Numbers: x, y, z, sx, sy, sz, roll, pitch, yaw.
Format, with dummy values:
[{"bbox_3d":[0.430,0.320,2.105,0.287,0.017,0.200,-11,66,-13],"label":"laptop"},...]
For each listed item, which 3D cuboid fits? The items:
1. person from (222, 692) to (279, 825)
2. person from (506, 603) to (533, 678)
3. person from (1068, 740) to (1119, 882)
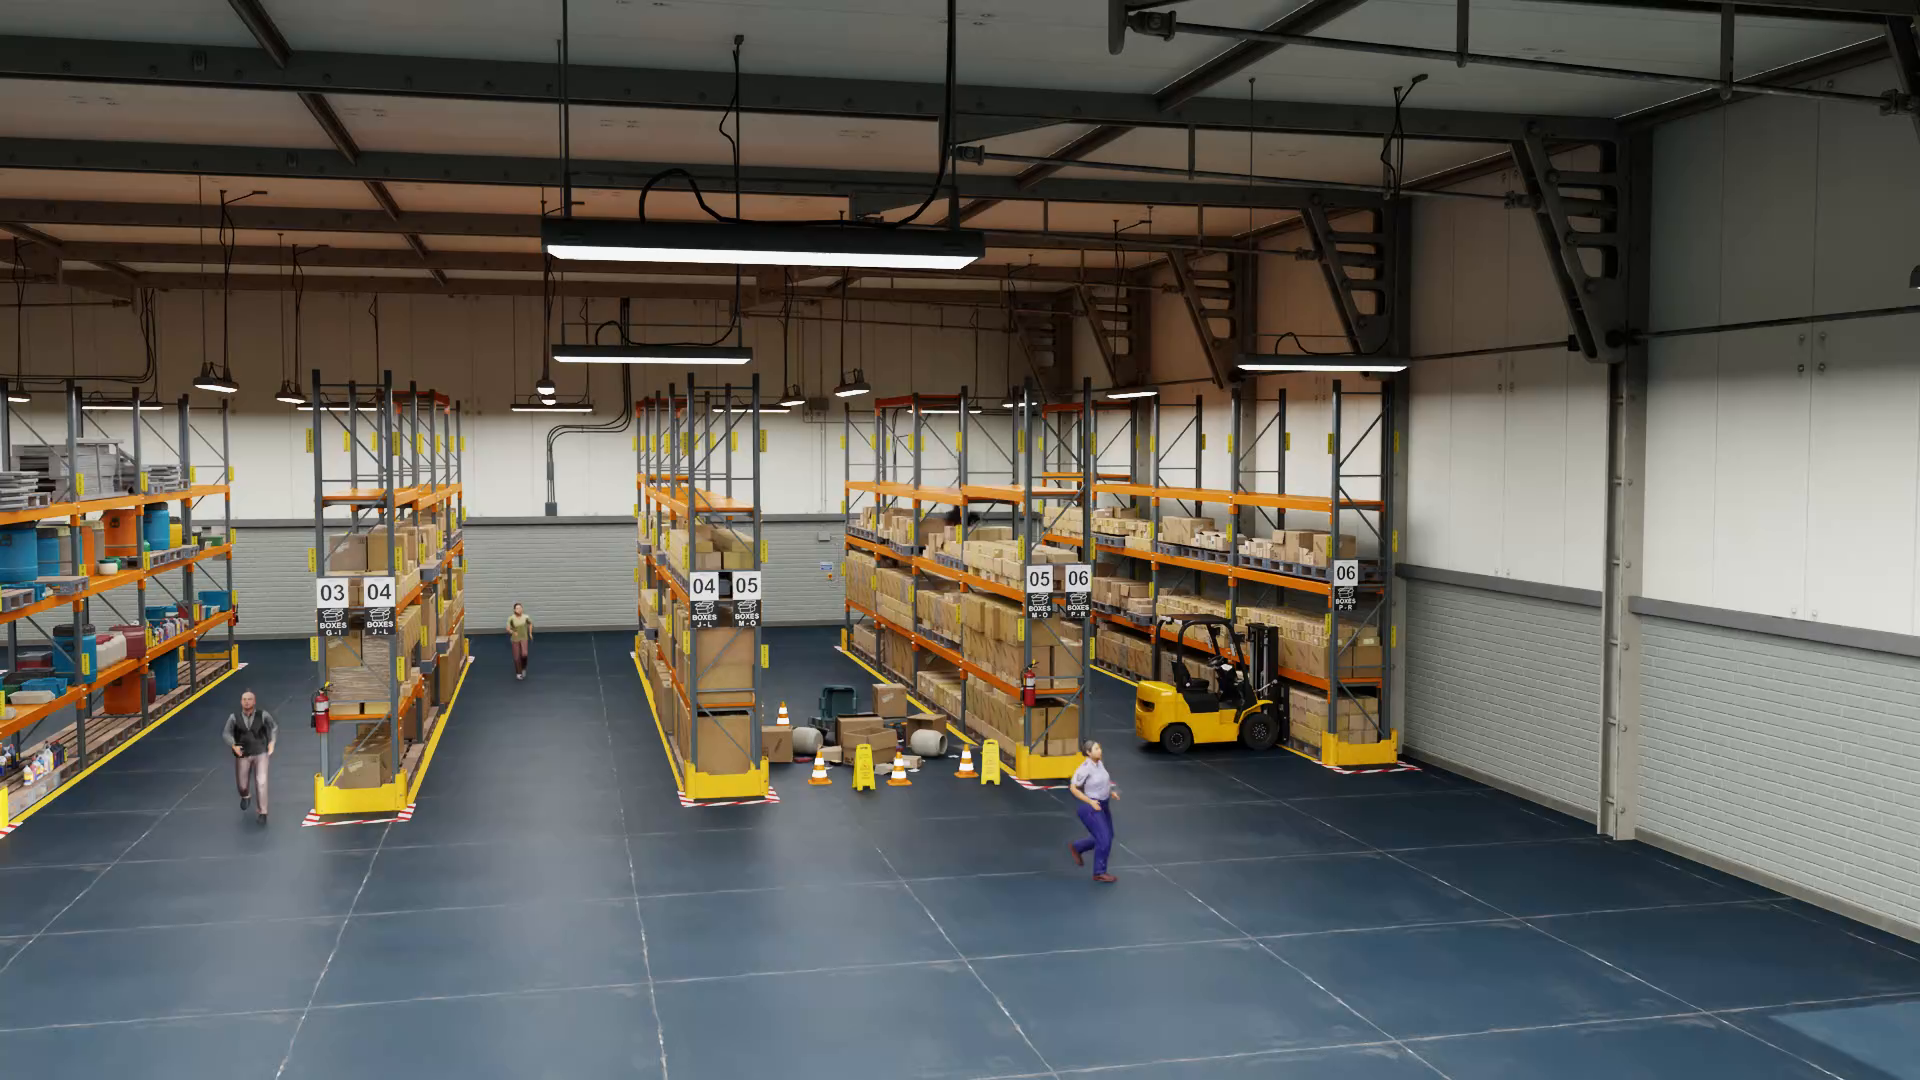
[{"bbox_3d":[-9.446,2.887,22.164,0.696,1.731,0.774,-1,4,-20],"label":"person"},{"bbox_3d":[-9.331,2.139,35.250,0.551,1.626,0.687,-1,3,-17],"label":"person"},{"bbox_3d":[1.506,3.097,19.125,0.688,1.599,0.613,2,4,32],"label":"person"}]
